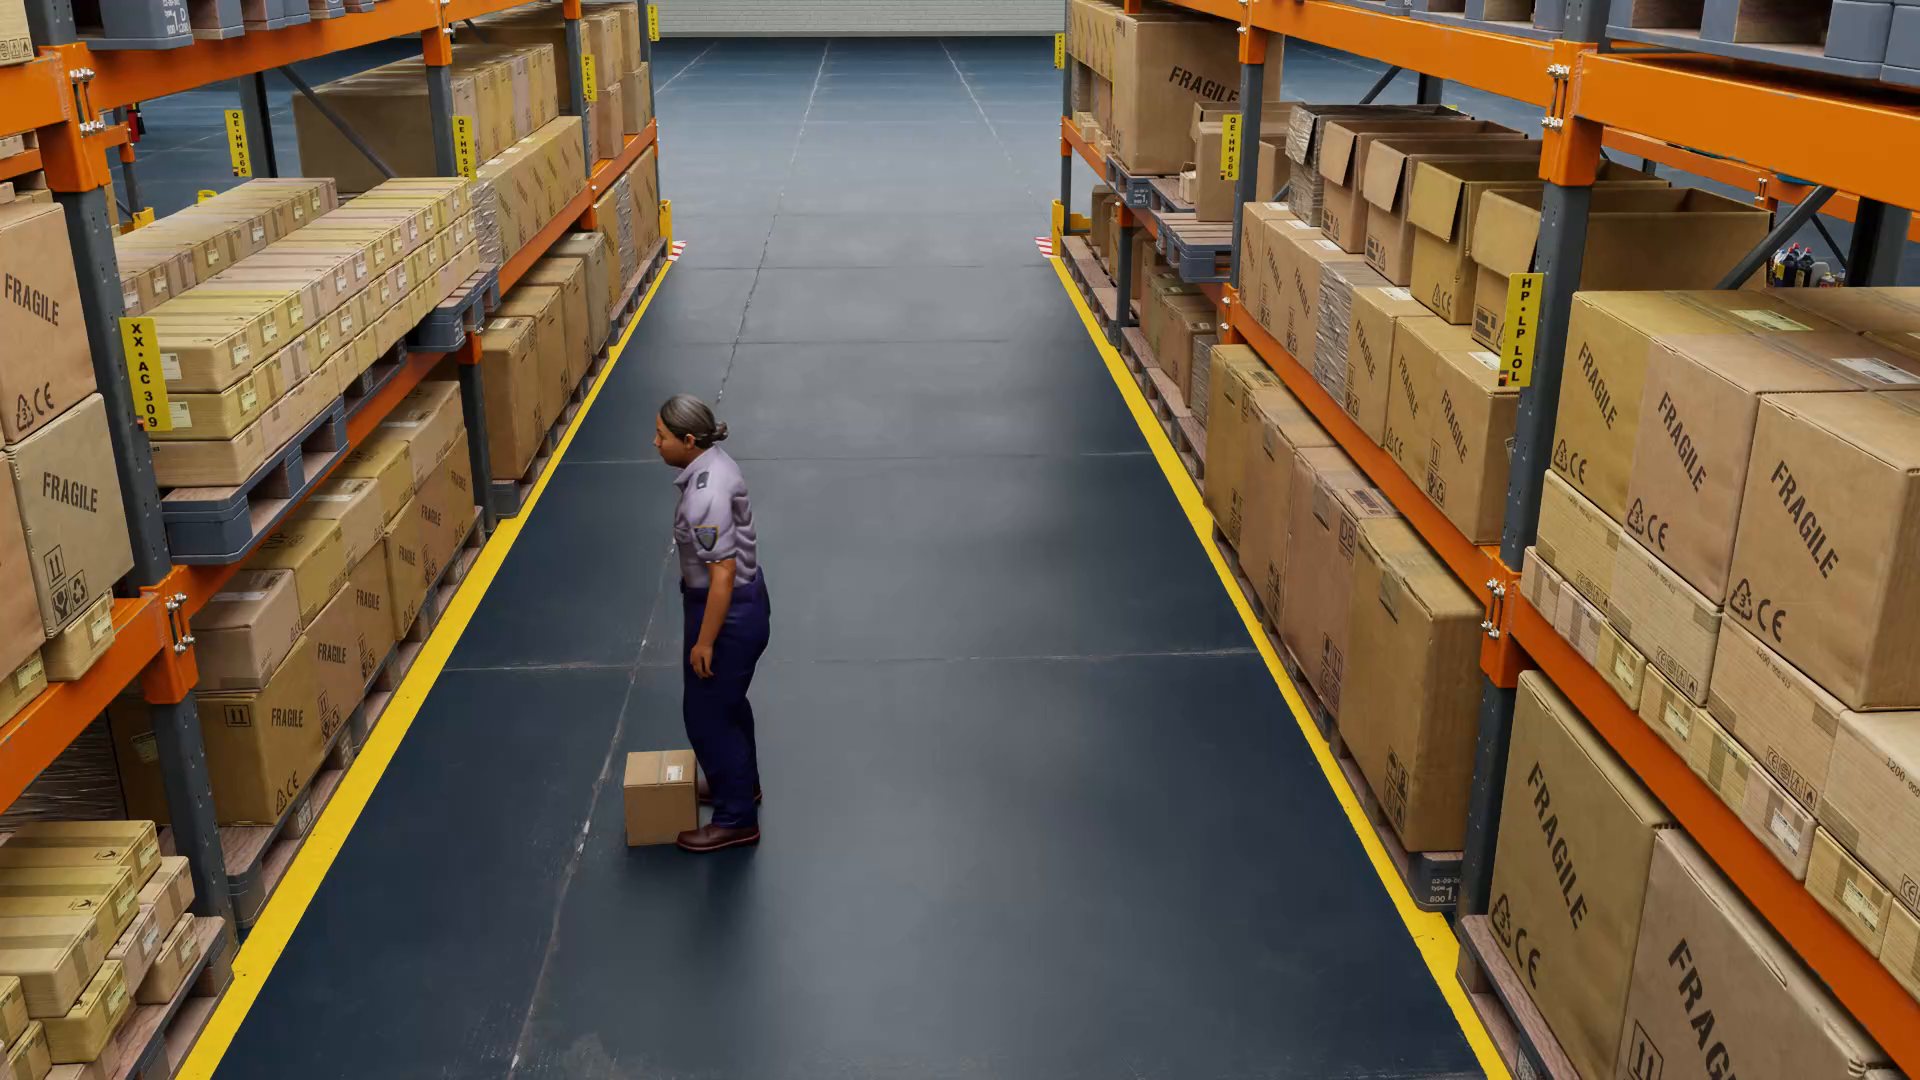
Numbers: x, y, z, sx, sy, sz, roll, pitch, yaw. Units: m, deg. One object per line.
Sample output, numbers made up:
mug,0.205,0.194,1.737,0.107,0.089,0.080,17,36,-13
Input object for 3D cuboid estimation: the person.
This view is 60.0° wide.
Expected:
person,-0.851,0.282,5.855,0.366,1.638,0.557,-2,21,-5
